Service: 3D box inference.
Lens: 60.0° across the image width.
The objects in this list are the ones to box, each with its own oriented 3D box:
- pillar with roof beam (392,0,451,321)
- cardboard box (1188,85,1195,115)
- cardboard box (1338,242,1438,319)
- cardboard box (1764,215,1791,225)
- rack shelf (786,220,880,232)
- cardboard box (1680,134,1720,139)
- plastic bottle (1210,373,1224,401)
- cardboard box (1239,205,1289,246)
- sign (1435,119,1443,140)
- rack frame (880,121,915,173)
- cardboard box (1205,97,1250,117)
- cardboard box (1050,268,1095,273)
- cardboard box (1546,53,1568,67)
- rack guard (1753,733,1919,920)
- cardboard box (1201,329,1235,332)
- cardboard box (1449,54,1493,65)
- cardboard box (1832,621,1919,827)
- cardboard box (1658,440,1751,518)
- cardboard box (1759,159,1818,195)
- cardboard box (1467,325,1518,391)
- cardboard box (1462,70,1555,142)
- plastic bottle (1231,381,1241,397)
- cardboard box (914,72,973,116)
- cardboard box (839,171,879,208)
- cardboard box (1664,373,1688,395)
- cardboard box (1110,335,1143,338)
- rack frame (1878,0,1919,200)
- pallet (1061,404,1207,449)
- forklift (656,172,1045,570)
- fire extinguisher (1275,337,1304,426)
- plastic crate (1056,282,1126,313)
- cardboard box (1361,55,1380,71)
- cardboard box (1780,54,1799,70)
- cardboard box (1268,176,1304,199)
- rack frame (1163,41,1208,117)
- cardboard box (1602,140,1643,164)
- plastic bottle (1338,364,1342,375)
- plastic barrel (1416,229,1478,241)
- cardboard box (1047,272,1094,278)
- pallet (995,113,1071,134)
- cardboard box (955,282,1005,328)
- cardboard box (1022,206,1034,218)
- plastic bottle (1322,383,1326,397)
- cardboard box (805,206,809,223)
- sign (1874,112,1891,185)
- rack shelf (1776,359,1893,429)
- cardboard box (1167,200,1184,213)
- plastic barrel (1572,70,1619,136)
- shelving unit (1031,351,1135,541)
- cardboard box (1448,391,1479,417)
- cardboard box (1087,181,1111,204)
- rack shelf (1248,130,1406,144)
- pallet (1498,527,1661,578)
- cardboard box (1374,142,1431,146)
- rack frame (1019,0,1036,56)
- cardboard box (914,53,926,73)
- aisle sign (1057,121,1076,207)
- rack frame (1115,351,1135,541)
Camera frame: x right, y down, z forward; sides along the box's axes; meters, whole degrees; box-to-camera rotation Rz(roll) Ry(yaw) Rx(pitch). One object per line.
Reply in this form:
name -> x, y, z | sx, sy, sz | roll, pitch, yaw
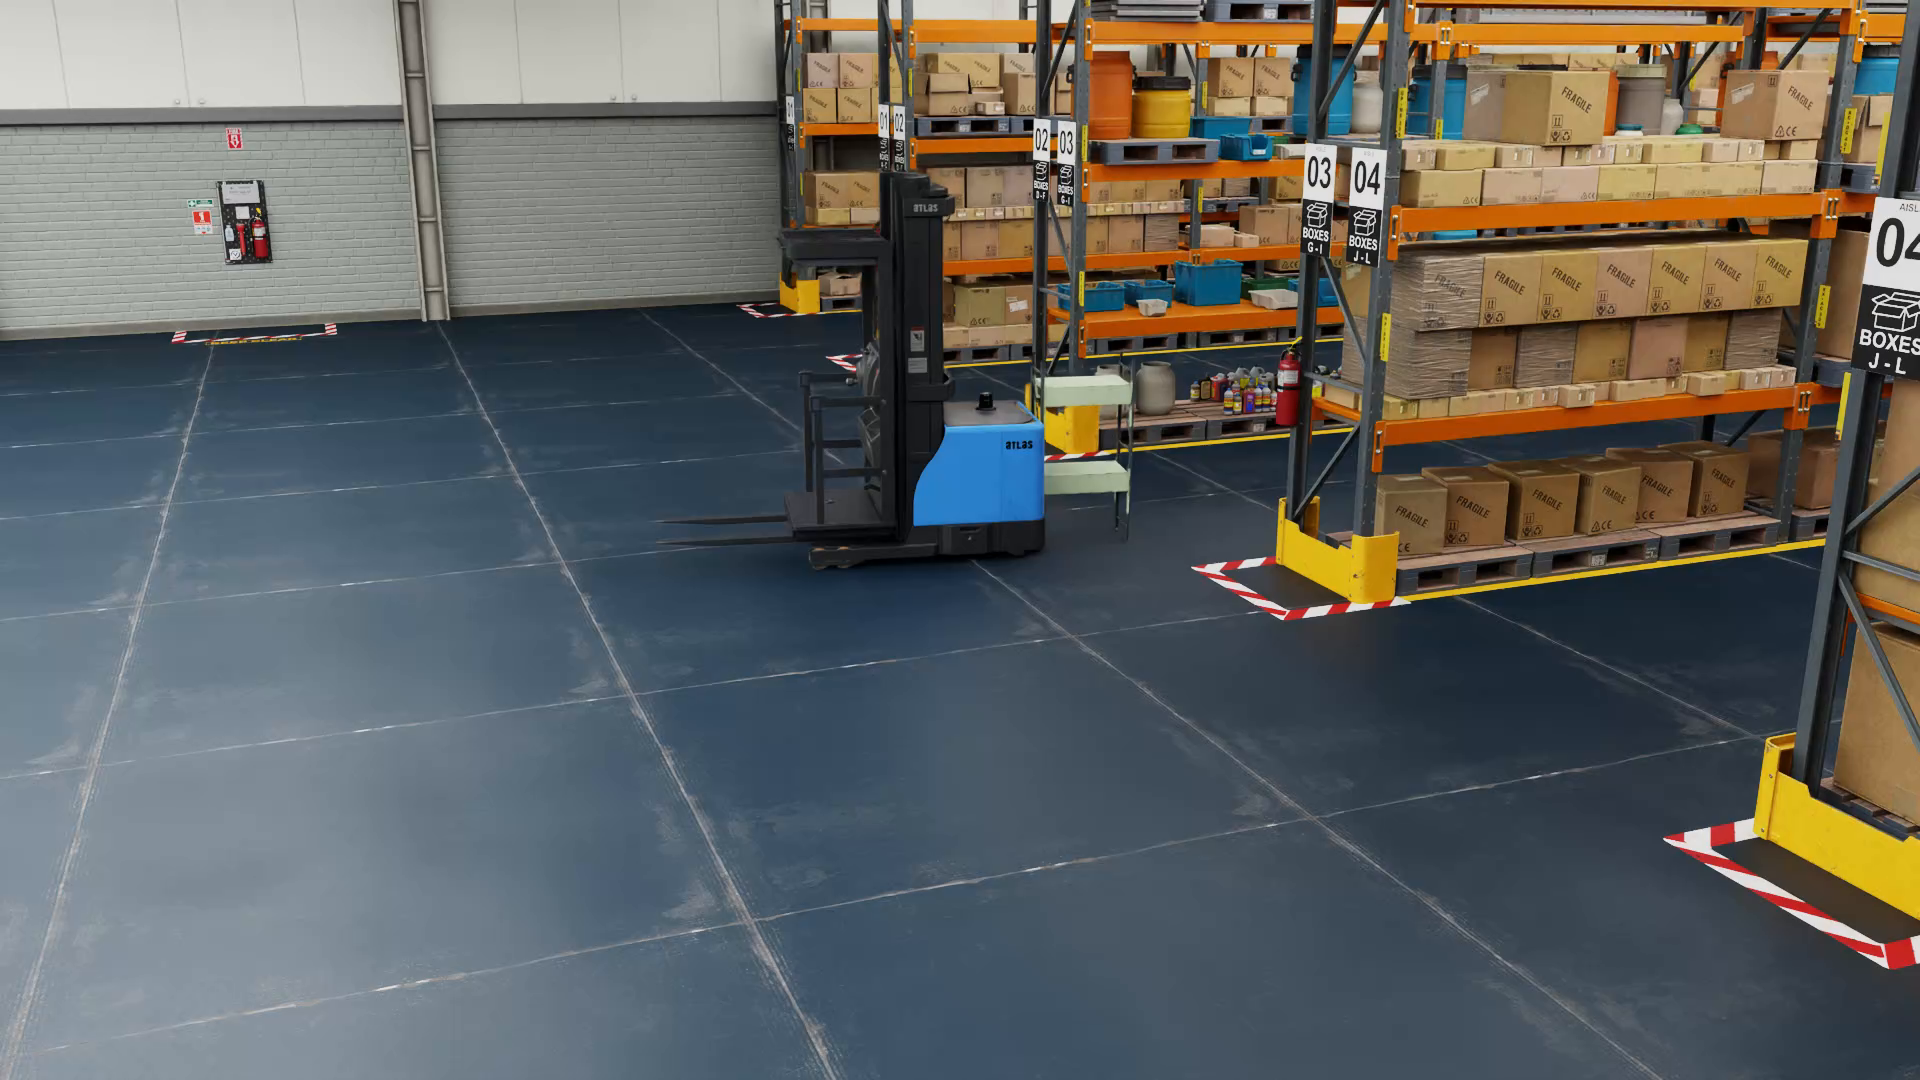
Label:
pillar with roof beam -> -6.284, -6.483, 19.703 | 0.400, 9.000, 9.100 | -6, 17, -20
cardboard box -> 3.661, -7.242, 27.395 | 0.637, 0.503, 0.797 | -4, 17, -12
cardboard box -> 3.177, -1.925, 12.349 | 0.500, 0.500, 0.500 | -6, 17, -20
cardboard box -> 12.409, -5.132, 25.574 | 0.500, 0.500, 0.500 | -6, 18, -21
rack shelf -> -0.698, -4.900, 26.238 | 4.000, 0.370, 1.077 | -6, 17, -20
cardboard box -> 5.849, -3.099, 13.064 | 0.250, 0.149, 0.380 | -7, 18, -23
plastic bottle -> 2.783, -1.660, 17.981 | 0.135, 0.276, 0.152 | -6, 17, -20
cardboard box -> 4.160, -4.318, 22.802 | 0.500, 0.500, 0.500 | -5, 17, -16
sign -> 4.901, -4.138, 17.026 | 0.005, 0.325, 0.100 | -6, 17, -20
rack frame -> -0.790, -3.741, 21.013 | 0.127, 3.000, 1.000 | -6, 17, -20
cardboard box -> 3.524, -5.772, 22.129 | 0.500, 0.250, 0.500 | -4, 17, -14
cardboard box -> 1.851, -4.537, 27.381 | 0.500, 0.500, 0.700 | -6, 17, -18
cardboard box -> 10.343, -8.333, 29.339 | 0.500, 0.500, 0.500 | -6, 17, -20
rack guard -> 4.410, 1.383, 8.001 | 0.348, 0.500, 1.175 | -6, 17, -20
cardboard box -> 3.411, -3.002, 22.631 | 0.500, 0.250, 0.500 | -7, 18, -21
cardboard box -> 7.090, -6.557, 23.326 | 0.500, 0.500, 0.500 | -6, 17, -20
cardboard box -> 5.042, 0.913, 8.190 | 0.875, 0.875, 0.875 | -6, 17, -20
cardboard box -> 6.099, -0.510, 13.701 | 0.500, 0.500, 0.500 | -7, 18, -22
cardboard box -> 6.155, -2.790, 12.717 | 0.500, 0.250, 0.500 | -5, 17, -18
cardboard box -> 3.699, -1.455, 12.523 | 0.500, 0.500, 0.875 | -6, 17, -20
cardboard box -> 4.109, -3.227, 12.346 | 0.500, 0.500, 0.500 | -6, 17, -20
plastic bottle -> 2.974, -1.607, 17.934 | 0.097, 0.201, 0.097 | 0, 16, 0
cardboard box -> -0.251, -5.555, 20.690 | 0.637, 0.503, 0.797 | -5, 17, -16
cardboard box -> -1.547, -5.357, 25.418 | 0.500, 0.500, 0.500 | -6, 17, -20
cardboard box -> 5.425, -1.241, 12.945 | 0.250, 0.149, 0.380 | -6, 17, -20
cardboard box -> 2.120, -2.874, 22.197 | 0.500, 0.250, 0.500 | -6, 17, -20
rack frame -> 4.432, -2.697, 6.812 | 0.127, 3.000, 1.000 | -6, 17, -20
pallet -> 1.794, -1.200, 17.309 | 1.213, 0.211, 1.003 | -6, 17, -20
forklift -> -0.892, -1.338, 12.952 | 3.031, 2.935, 1.130 | -3, 17, -10
fire extinguisher -> 2.480, -1.207, 12.520 | 0.183, 0.674, 0.296 | -6, 17, -20
plastic crate -> 1.340, -2.495, 17.035 | 0.616, 0.251, 0.499 | -6, 17, -20
cardboard box -> 7.261, -8.198, 28.578 | 0.500, 0.250, 0.500 | -7, 18, -22
cardboard box -> 12.251, -7.132, 25.286 | 0.500, 0.500, 0.700 | -6, 17, -20
cardboard box -> 5.450, -6.032, 28.075 | 0.500, 0.500, 0.500 | -6, 17, -18
rack frame -> 2.946, -7.022, 21.541 | 0.127, 3.000, 1.000 | -6, 17, -20
cardboard box -> 4.775, -2.849, 12.211 | 0.250, 0.149, 0.380 | -7, 18, -22
plastic bottle -> 4.260, -1.826, 18.553 | 0.097, 0.271, 0.097 | 0, 16, 0
plastic barrel -> 5.184, -3.040, 17.738 | 0.708, 0.901, 0.600 | -6, 17, -20
cardboard box -> 1.467, -3.321, 22.387 | 0.500, 0.500, 0.500 | -6, 17, -20
pallet -> 1.021, -5.326, 21.245 | 1.213, 0.211, 1.003 | -6, 17, -20
cardboard box -> 0.257, -3.029, 21.394 | 0.500, 0.500, 0.500 | -6, 17, -20
cardboard box -> 0.856, -4.213, 21.293 | 0.250, 0.149, 0.380 | -6, 18, -21
plastic bottle -> 3.900, -1.561, 17.629 | 0.133, 0.283, 0.061 | -5, 17, -16
cardboard box -> -2.198, -5.079, 25.802 | 0.500, 0.250, 0.500 | -6, 17, -19
sign -> 4.251, -1.789, 7.612 | 0.005, 0.325, 0.100 | -6, 17, -20
rack shelf -> 8.354, -1.394, 14.297 | 4.000, 0.370, 1.077 | -6, 17, -20
cardboard box -> 2.768, -4.419, 21.995 | 0.250, 0.149, 0.380 | -6, 17, -20
plastic barrel -> 6.994, -4.797, 18.525 | 0.708, 0.830, 0.600 | -6, 17, -20
shelving unit -> 0.980, -0.746, 13.478 | 0.755, 1.500, 0.431 | -3, 17, -10
cardboard box -> 3.582, -1.021, 12.197 | 0.250, 0.149, 0.380 | -6, 17, -20
cardboard box -> 1.594, -4.666, 21.685 | 0.500, 0.500, 0.700 | -6, 17, -20
rack shelf -> 4.813, -5.440, 22.752 | 4.000, 0.370, 1.077 | -6, 17, -20
pallet -> 4.731, 0.002, 13.217 | 1.213, 0.211, 1.003 | -6, 17, -20
cardboard box -> 3.184, -2.798, 12.038 | 0.250, 0.149, 0.380 | -7, 18, -22
rack frame -> 1.170, -8.325, 25.978 | 0.127, 3.000, 1.000 | -6, 17, -20
cardboard box -> -0.810, -7.283, 25.764 | 0.500, 0.500, 0.500 | -6, 17, -20
aisle sign -> 1.017, -3.600, 15.920 | 0.004, 0.787, 0.394 | -6, 17, -20
rack frame -> 1.341, -0.764, 13.538 | 0.023, 1.500, 0.400 | -3, 17, -10
